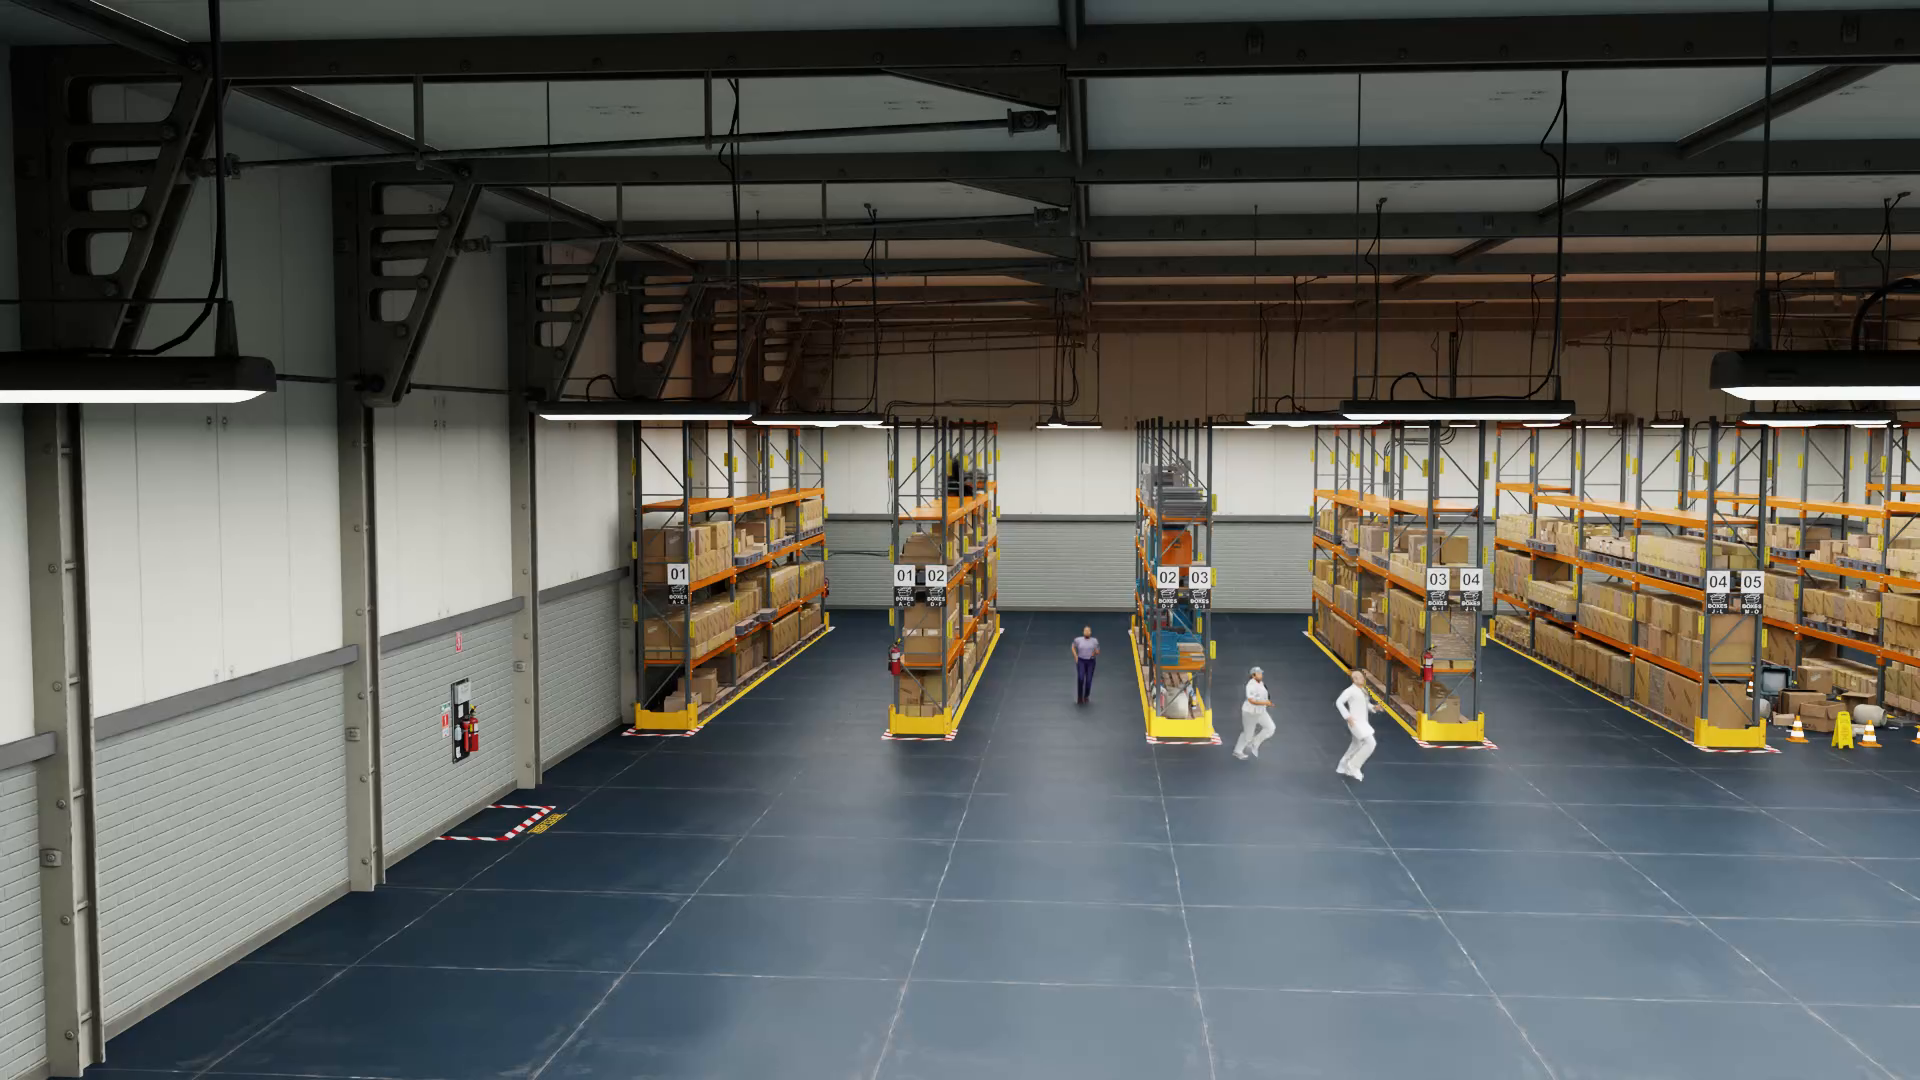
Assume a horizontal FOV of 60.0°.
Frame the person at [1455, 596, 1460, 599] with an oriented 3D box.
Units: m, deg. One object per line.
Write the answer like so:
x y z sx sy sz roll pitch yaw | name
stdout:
13.556 1.930 46.087 0.614 1.610 0.743 1 4 18 | person

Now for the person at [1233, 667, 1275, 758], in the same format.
5.163 3.001 28.963 0.783 1.619 0.623 3 5 41 | person

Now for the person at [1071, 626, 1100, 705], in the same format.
2.649 2.637 34.928 0.579 1.677 0.703 0 4 -4 | person

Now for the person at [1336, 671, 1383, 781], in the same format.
6.575 3.053 27.369 0.761 1.789 0.684 2 4 27 | person
